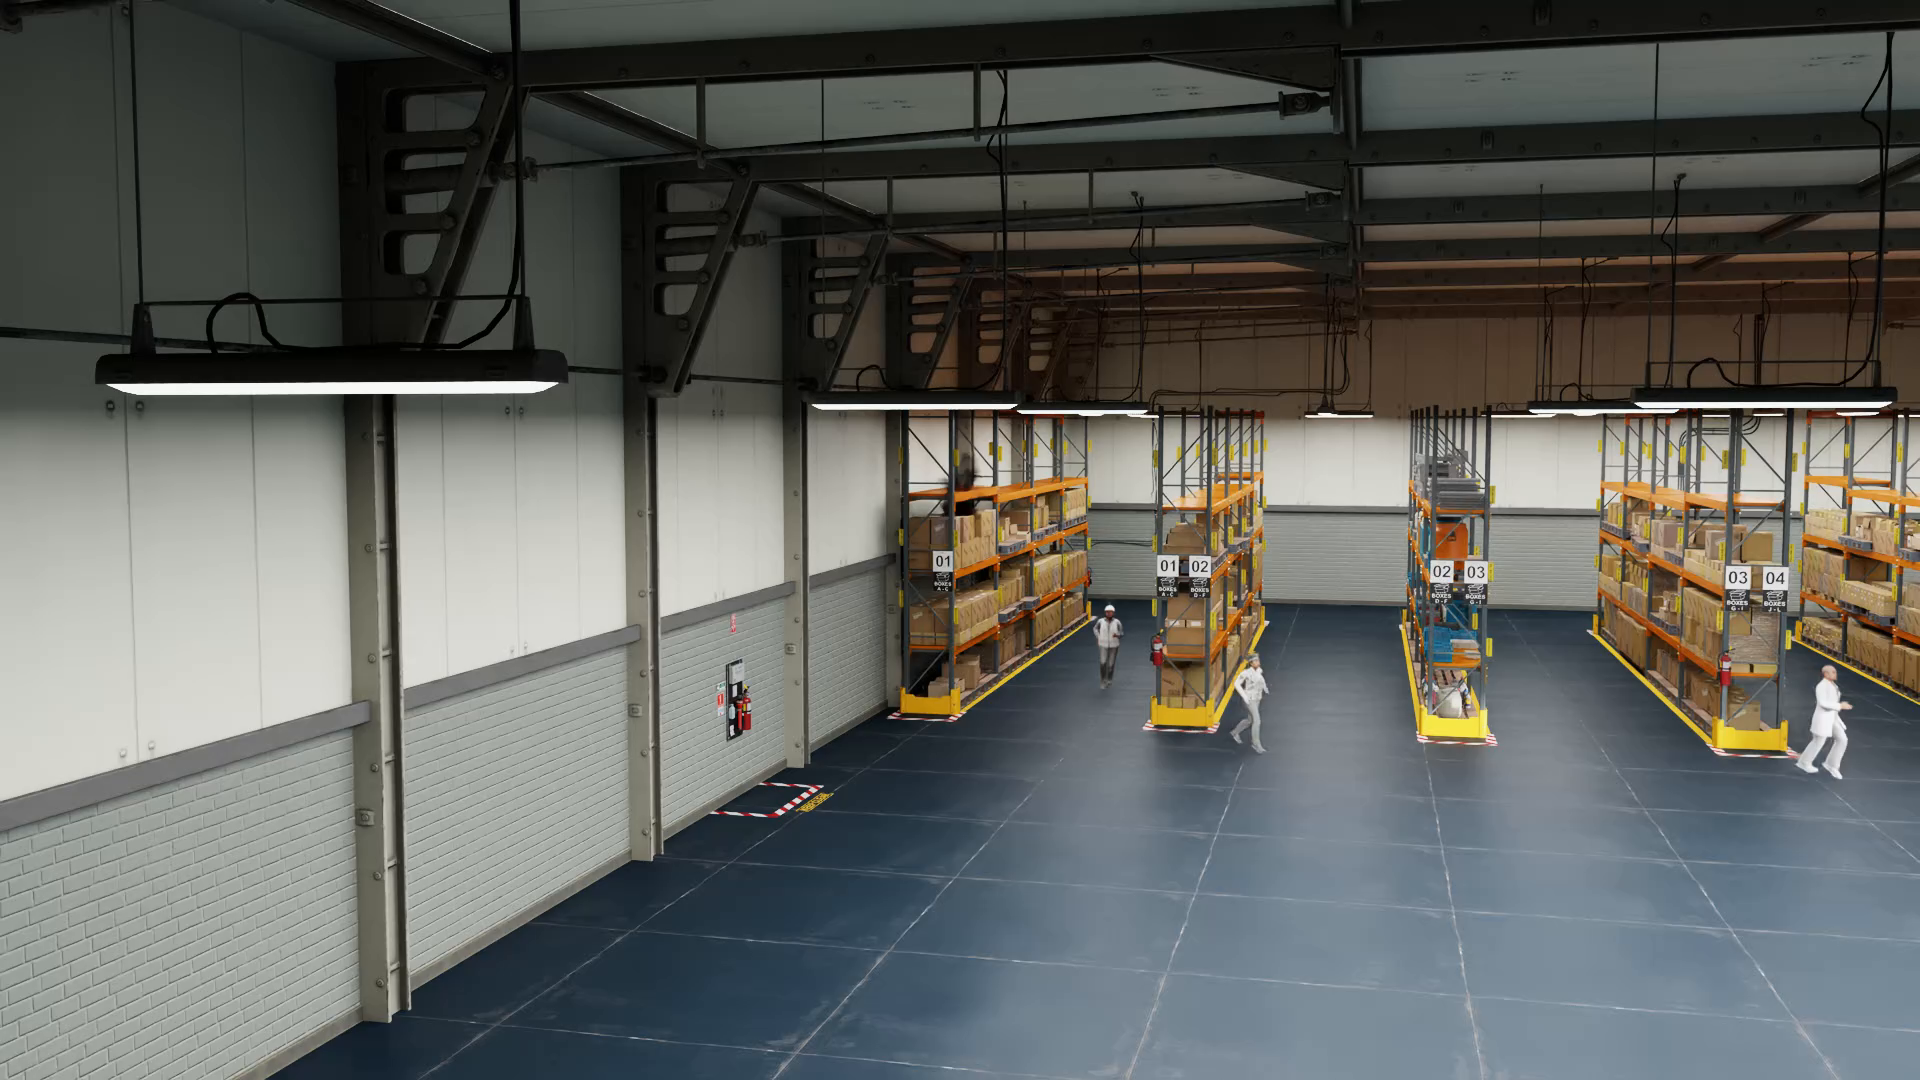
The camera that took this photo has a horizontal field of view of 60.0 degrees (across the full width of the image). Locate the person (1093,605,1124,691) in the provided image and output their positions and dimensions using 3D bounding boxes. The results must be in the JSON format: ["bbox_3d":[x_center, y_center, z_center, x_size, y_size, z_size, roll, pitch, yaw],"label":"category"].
[{"bbox_3d":[3.155,2.283,35.290,0.635,1.814,0.752,0,4,2],"label":"person"}]

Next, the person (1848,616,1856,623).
[{"bbox_3d":[23.547,1.729,44.015,0.651,1.722,0.593,0,4,6],"label":"person"}]

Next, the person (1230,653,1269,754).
[{"bbox_3d":[5.047,2.798,28.909,0.614,1.723,0.804,-4,6,-43],"label":"person"}]

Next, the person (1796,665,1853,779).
[{"bbox_3d":[13.919,2.928,26.724,0.718,1.852,0.833,-3,5,-39],"label":"person"}]
